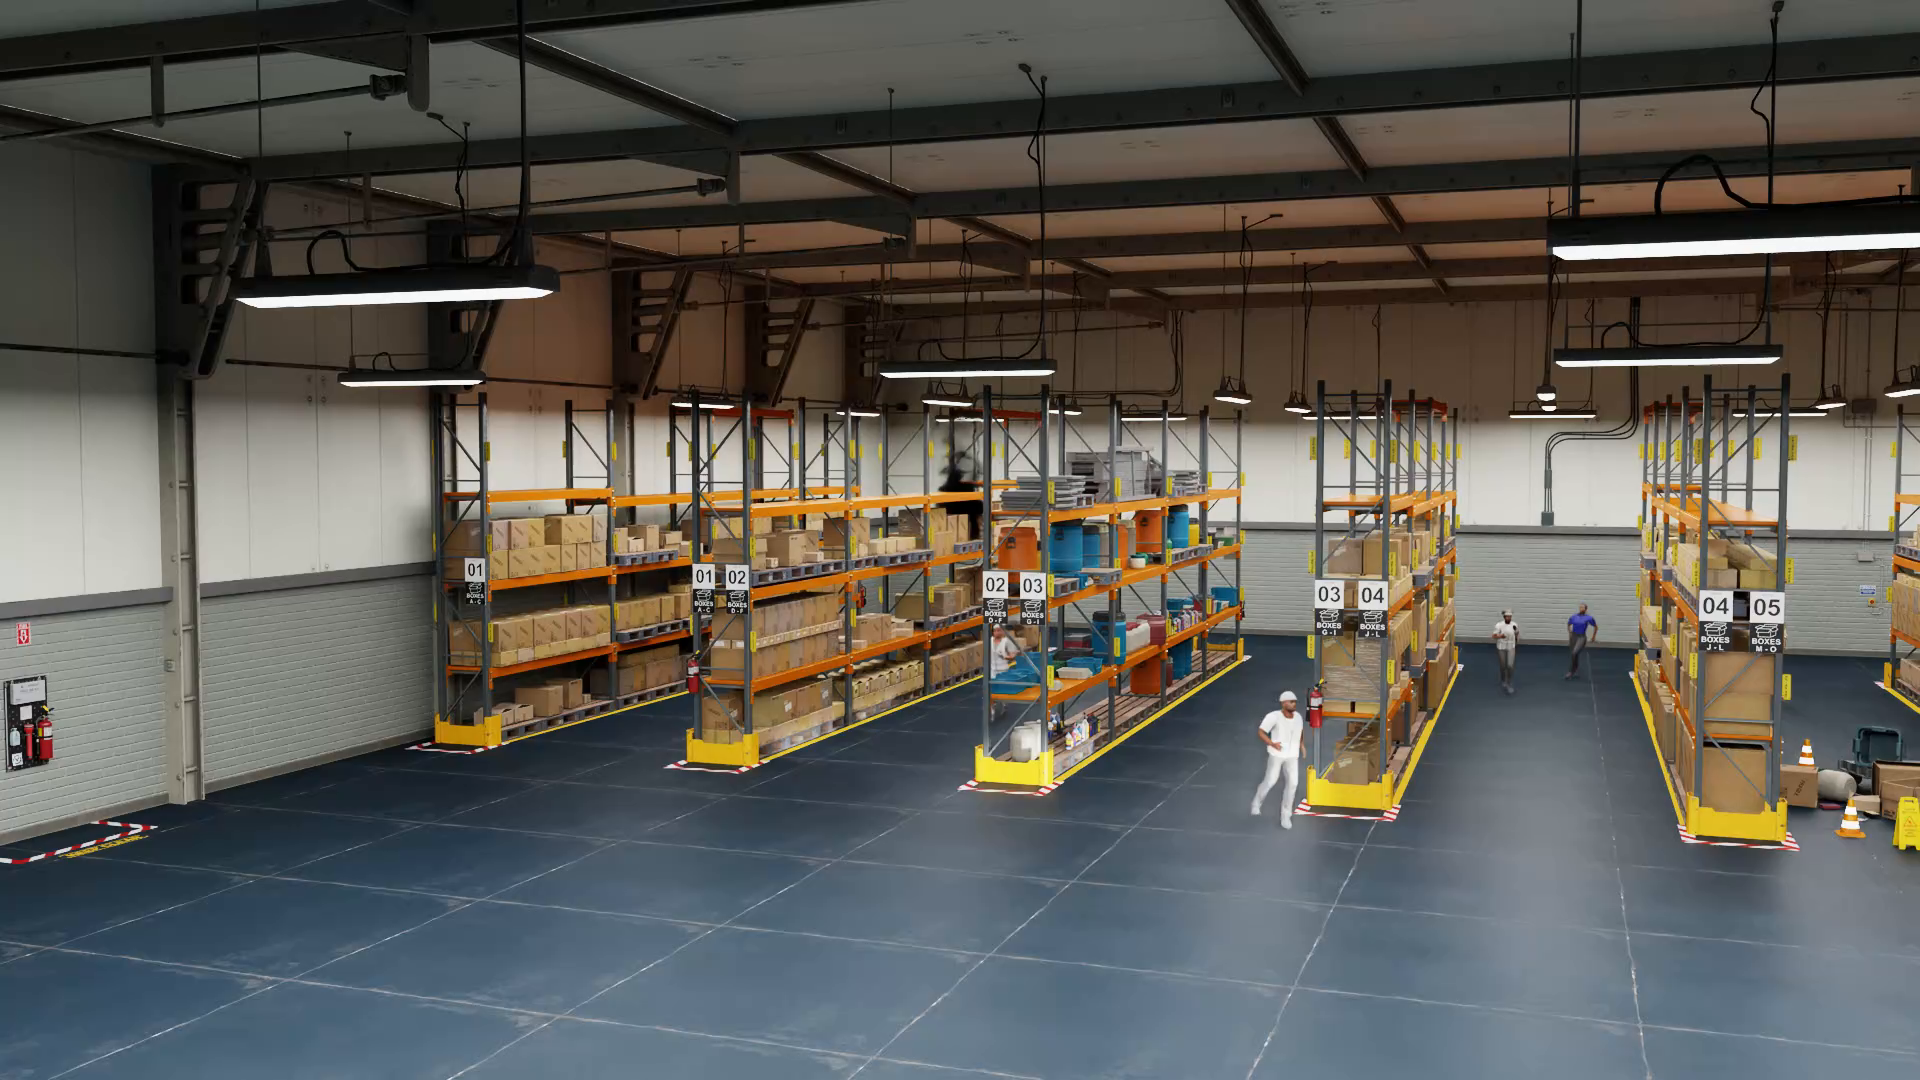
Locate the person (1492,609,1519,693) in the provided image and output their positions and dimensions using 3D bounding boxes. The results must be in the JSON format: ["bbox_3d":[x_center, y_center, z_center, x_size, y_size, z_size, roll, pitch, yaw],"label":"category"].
[{"bbox_3d":[11.419,2.316,34.817,0.549,1.762,0.752,1,3,14],"label":"person"}]

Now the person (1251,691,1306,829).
[{"bbox_3d":[4.380,2.934,22.448,0.757,1.784,0.831,-1,3,-15],"label":"person"}]

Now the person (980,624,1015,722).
[{"bbox_3d":[0.700,2.434,30.865,0.659,1.773,1.002,1,3,11],"label":"person"}]

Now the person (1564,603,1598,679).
[{"bbox_3d":[13.687,2.217,36.778,0.836,1.651,0.624,-3,4,-44],"label":"person"}]
